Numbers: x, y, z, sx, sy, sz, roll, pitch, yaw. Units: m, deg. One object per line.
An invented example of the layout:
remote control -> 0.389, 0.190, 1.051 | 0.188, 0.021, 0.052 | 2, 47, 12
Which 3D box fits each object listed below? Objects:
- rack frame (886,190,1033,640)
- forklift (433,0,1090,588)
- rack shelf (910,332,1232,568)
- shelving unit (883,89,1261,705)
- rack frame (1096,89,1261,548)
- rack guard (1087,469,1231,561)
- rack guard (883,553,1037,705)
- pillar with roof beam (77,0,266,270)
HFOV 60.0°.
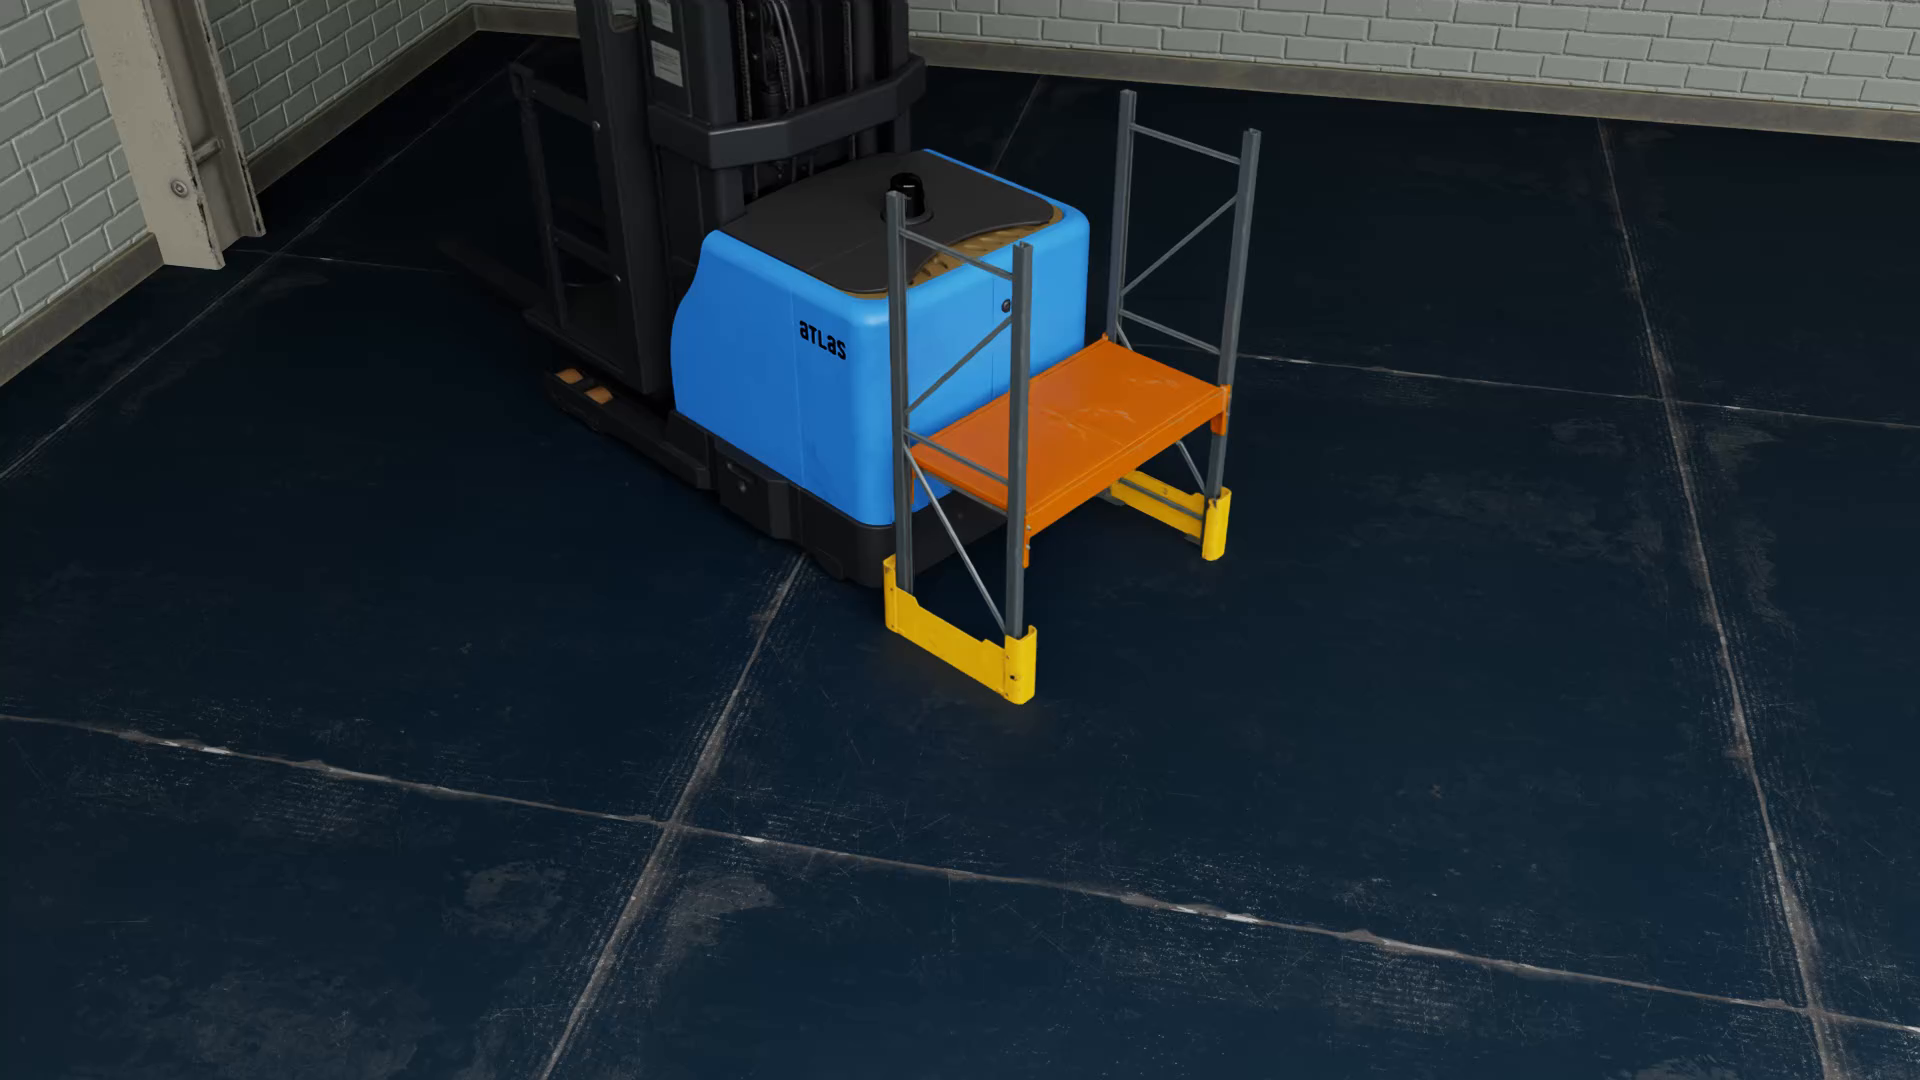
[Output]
rack frame -> -0.007, -0.235, 4.796 | 0.500, 1.500, 0.032 | 28, 45, 33
forklift -> -0.957, -1.791, 5.724 | 1.130, 2.935, 3.031 | -30, 46, -35
rack shelf -> 0.338, -0.308, 5.204 | 0.538, 0.185, 1.000 | 28, 45, 33
shelving unit -> 0.331, -0.450, 5.093 | 0.587, 1.500, 1.083 | 28, 45, 33
rack frame -> 0.682, -0.673, 5.401 | 0.500, 1.500, 0.032 | 28, 45, 33
rack guard -> 0.669, -0.159, 5.756 | 0.587, 0.250, 0.087 | 28, 45, 33
rack guard -> -0.006, 0.271, 5.163 | 0.587, 0.250, 0.087 | 28, 45, 33
pillar with roof beam -> 0.795, -4.441, 4.209 | 9.100, 9.000, 0.400 | 7, 37, 10
